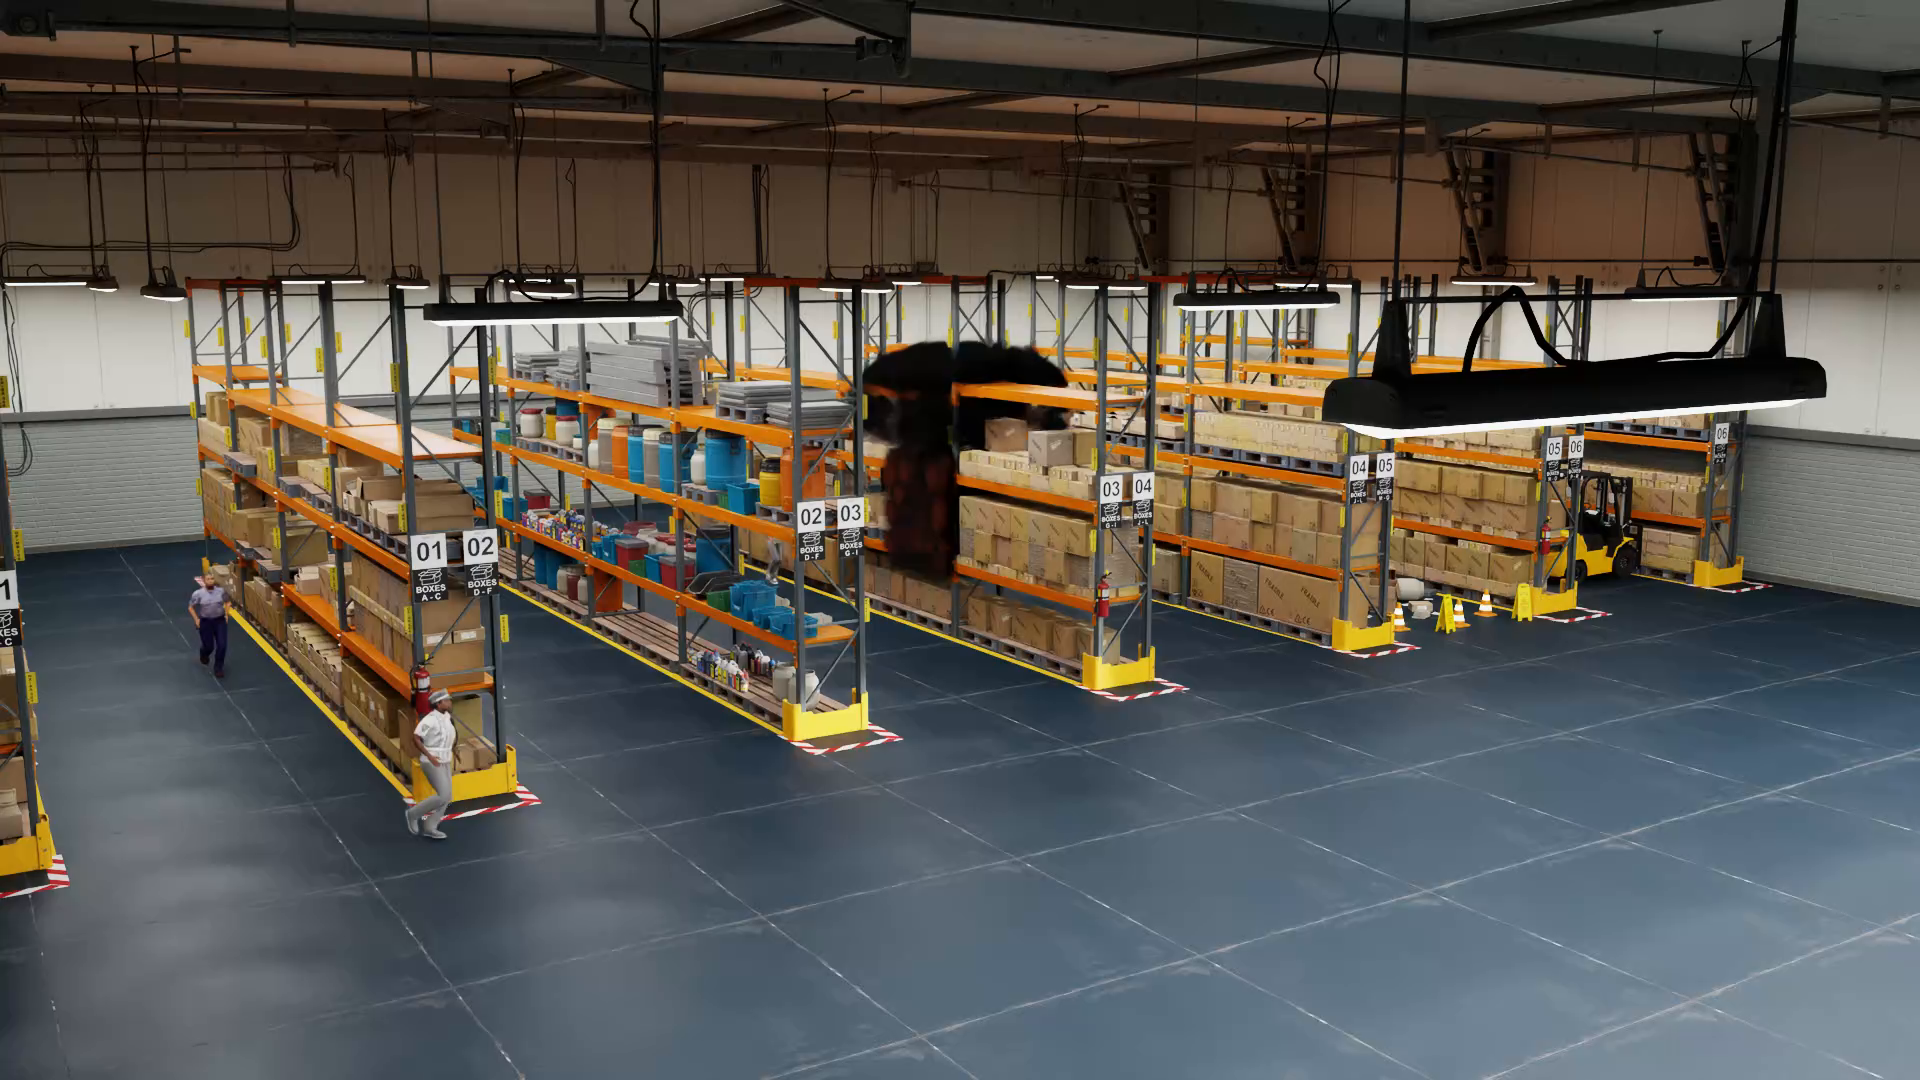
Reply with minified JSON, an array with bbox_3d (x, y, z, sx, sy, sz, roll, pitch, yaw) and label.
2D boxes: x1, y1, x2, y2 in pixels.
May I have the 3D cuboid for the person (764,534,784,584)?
[{"bbox_3d":[-3.447,0.062,31.201,0.516,1.564,0.457,-7,12,-37],"label":"person"}]

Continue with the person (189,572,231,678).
[{"bbox_3d":[-11.517,1.289,25.601,0.616,1.612,0.599,-7,12,-37],"label":"person"}]

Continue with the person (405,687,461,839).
[{"bbox_3d":[-5.843,2.464,18.500,0.530,1.643,0.663,1,10,6],"label":"person"}]

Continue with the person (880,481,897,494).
[{"bbox_3d":[-1.782,-1.720,43.131,0.632,1.800,0.778,5,11,28],"label":"person"}]
